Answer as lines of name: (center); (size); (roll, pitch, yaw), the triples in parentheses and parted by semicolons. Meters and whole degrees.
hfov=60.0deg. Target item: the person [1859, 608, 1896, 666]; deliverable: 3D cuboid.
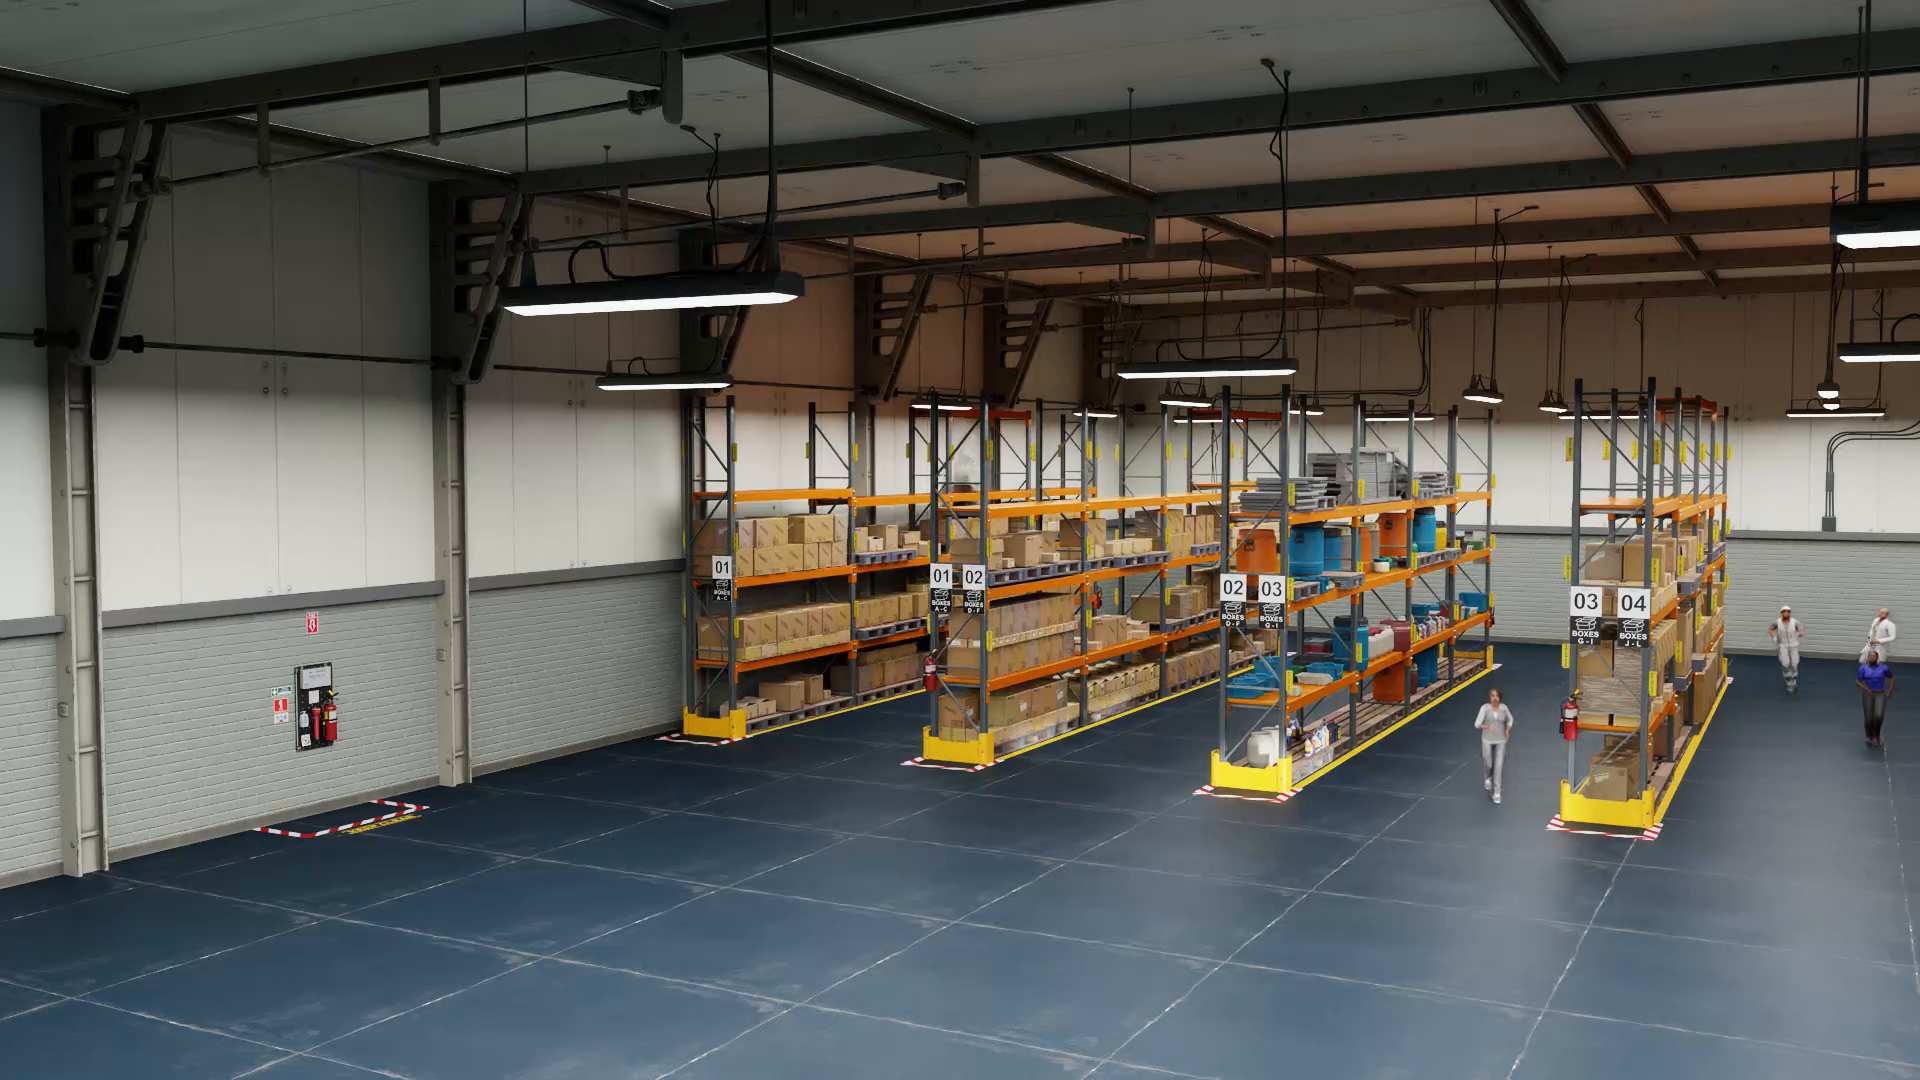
person: (19.435, 2.295, 35.163); (0.572, 1.729, 0.731); (-1, 3, -18)

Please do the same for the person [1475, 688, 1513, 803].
person: (7.680, 2.926, 23.913); (0.540, 1.567, 0.872); (1, 3, 14)

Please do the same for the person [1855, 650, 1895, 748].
person: (15.573, 2.702, 28.329); (0.581, 1.650, 0.656); (2, 4, 32)

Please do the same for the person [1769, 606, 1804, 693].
person: (17.338, 2.291, 34.868); (0.650, 1.828, 0.738); (1, 3, 19)
